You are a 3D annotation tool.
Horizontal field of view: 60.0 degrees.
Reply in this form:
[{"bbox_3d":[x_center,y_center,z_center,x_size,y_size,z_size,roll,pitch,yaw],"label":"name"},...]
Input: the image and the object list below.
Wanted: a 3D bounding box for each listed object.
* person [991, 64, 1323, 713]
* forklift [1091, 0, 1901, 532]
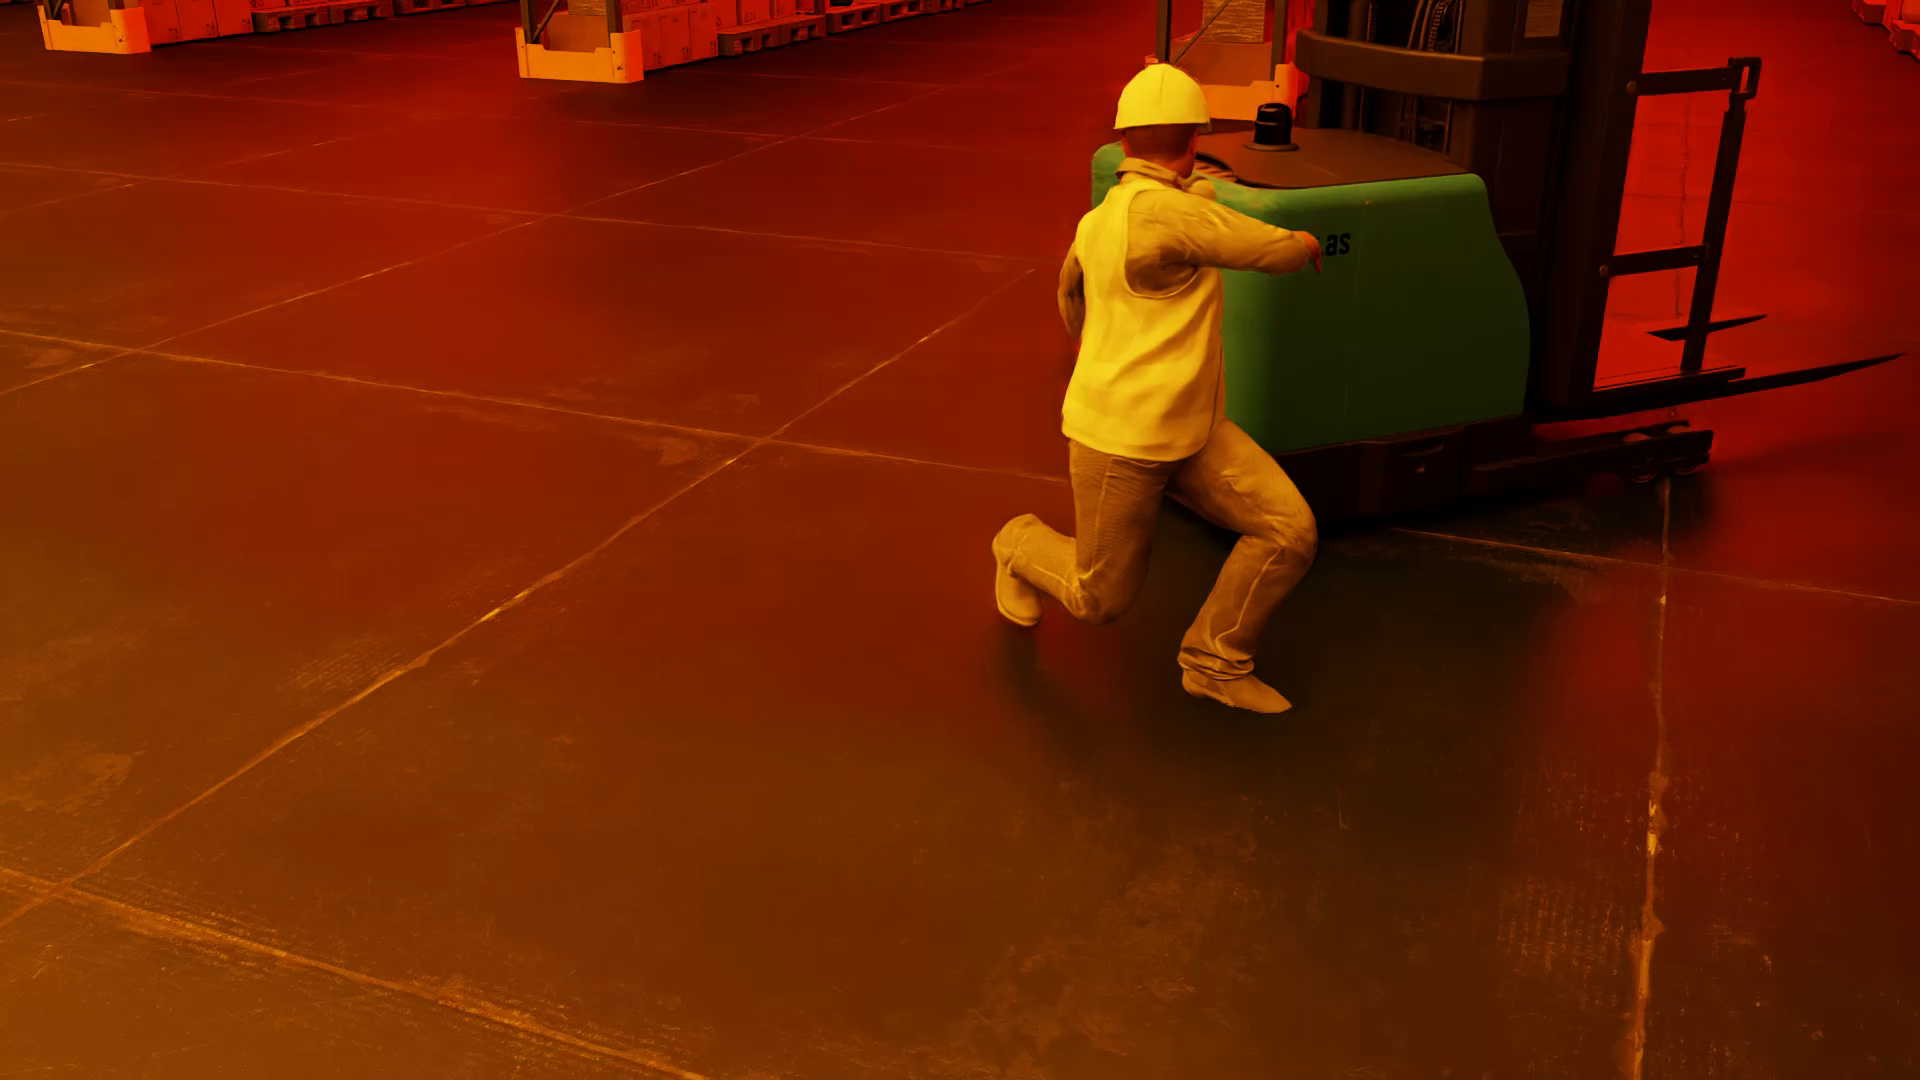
[{"bbox_3d":[0.498,-0.385,4.135,0.956,1.542,0.731,13,26,28],"label":"person"},{"bbox_3d":[1.976,-1.716,5.397,3.031,2.935,1.130,-10,25,-22],"label":"forklift"}]
